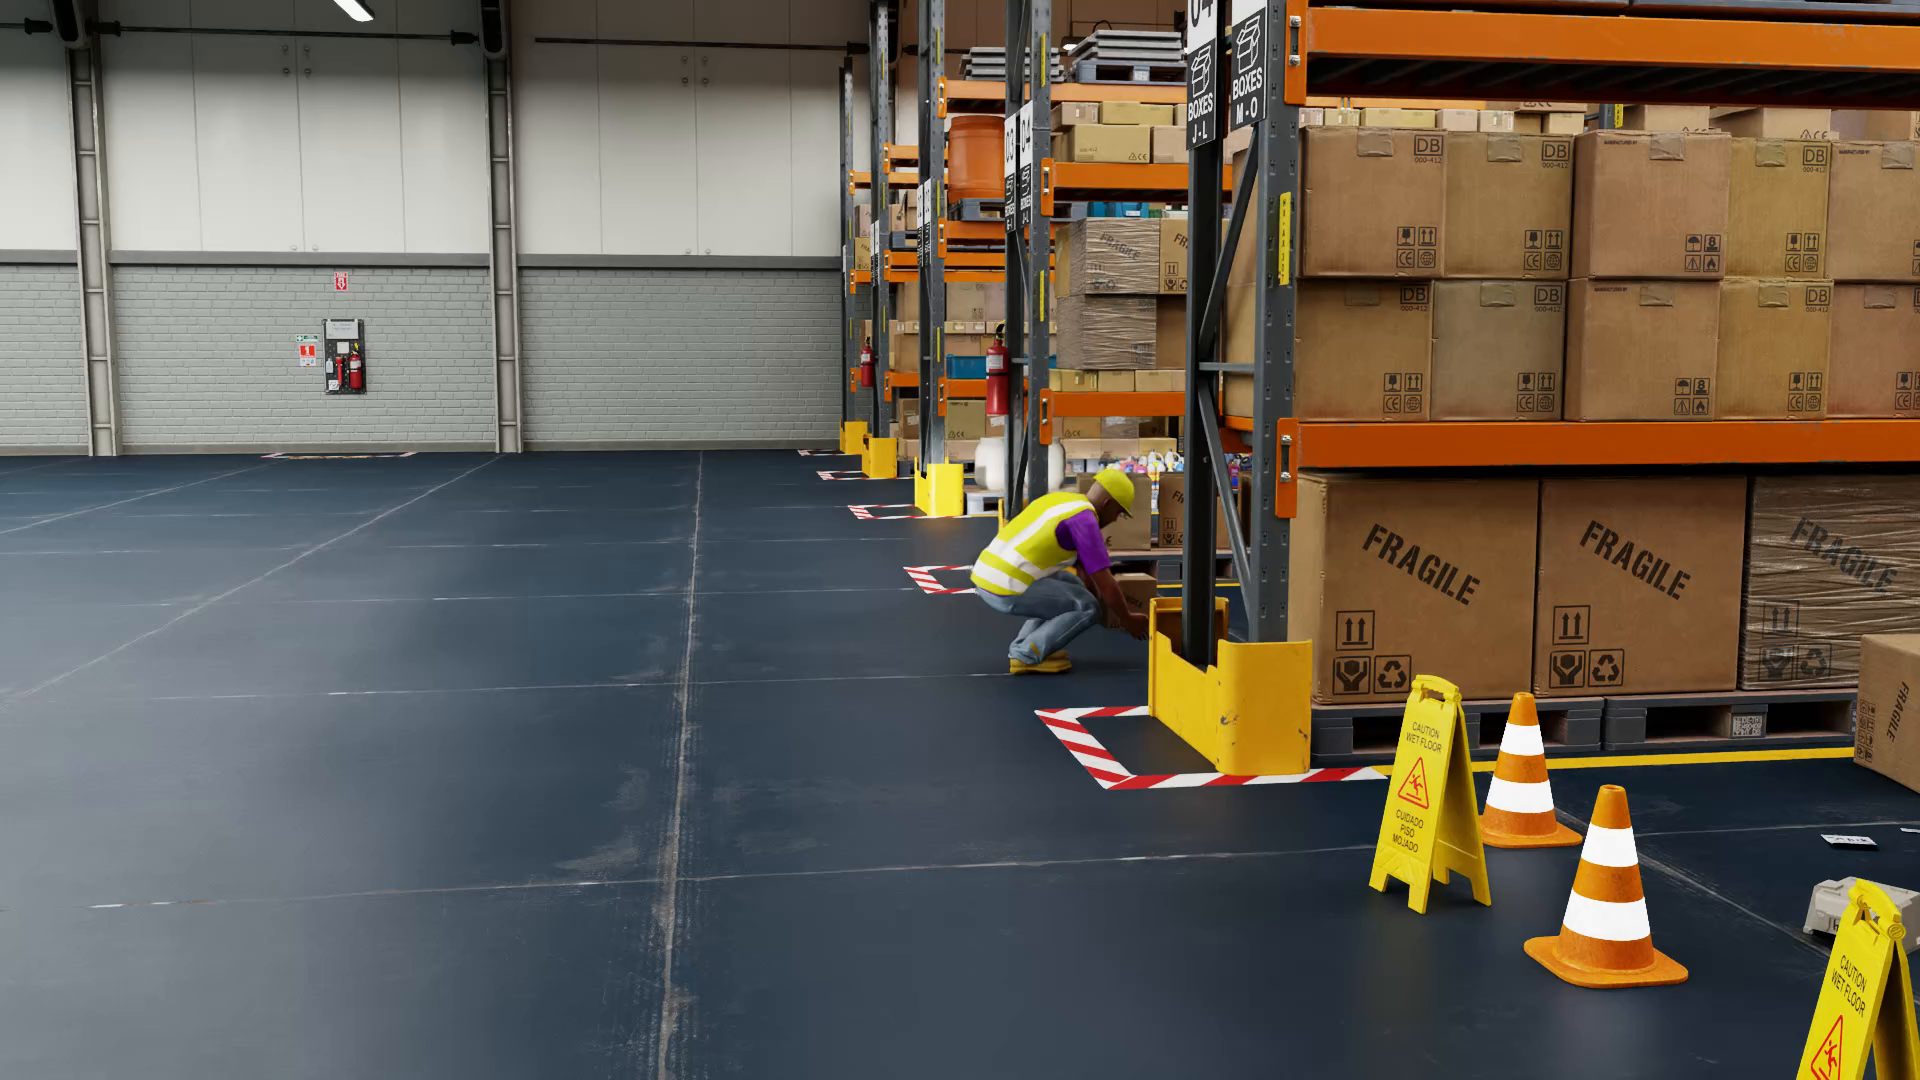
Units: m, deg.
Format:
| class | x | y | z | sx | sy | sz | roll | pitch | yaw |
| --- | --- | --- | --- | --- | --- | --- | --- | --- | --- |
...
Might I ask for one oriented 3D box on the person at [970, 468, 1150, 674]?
| class | x | y | z | sx | sy | sz | roll | pitch | yaw |
| --- | --- | --- | --- | --- | --- | --- | --- | --- | --- |
| person | 0.499 | 0.145 | 8.297 | 0.888 | 0.995 | 0.587 | -1 | 7 | -9 |
